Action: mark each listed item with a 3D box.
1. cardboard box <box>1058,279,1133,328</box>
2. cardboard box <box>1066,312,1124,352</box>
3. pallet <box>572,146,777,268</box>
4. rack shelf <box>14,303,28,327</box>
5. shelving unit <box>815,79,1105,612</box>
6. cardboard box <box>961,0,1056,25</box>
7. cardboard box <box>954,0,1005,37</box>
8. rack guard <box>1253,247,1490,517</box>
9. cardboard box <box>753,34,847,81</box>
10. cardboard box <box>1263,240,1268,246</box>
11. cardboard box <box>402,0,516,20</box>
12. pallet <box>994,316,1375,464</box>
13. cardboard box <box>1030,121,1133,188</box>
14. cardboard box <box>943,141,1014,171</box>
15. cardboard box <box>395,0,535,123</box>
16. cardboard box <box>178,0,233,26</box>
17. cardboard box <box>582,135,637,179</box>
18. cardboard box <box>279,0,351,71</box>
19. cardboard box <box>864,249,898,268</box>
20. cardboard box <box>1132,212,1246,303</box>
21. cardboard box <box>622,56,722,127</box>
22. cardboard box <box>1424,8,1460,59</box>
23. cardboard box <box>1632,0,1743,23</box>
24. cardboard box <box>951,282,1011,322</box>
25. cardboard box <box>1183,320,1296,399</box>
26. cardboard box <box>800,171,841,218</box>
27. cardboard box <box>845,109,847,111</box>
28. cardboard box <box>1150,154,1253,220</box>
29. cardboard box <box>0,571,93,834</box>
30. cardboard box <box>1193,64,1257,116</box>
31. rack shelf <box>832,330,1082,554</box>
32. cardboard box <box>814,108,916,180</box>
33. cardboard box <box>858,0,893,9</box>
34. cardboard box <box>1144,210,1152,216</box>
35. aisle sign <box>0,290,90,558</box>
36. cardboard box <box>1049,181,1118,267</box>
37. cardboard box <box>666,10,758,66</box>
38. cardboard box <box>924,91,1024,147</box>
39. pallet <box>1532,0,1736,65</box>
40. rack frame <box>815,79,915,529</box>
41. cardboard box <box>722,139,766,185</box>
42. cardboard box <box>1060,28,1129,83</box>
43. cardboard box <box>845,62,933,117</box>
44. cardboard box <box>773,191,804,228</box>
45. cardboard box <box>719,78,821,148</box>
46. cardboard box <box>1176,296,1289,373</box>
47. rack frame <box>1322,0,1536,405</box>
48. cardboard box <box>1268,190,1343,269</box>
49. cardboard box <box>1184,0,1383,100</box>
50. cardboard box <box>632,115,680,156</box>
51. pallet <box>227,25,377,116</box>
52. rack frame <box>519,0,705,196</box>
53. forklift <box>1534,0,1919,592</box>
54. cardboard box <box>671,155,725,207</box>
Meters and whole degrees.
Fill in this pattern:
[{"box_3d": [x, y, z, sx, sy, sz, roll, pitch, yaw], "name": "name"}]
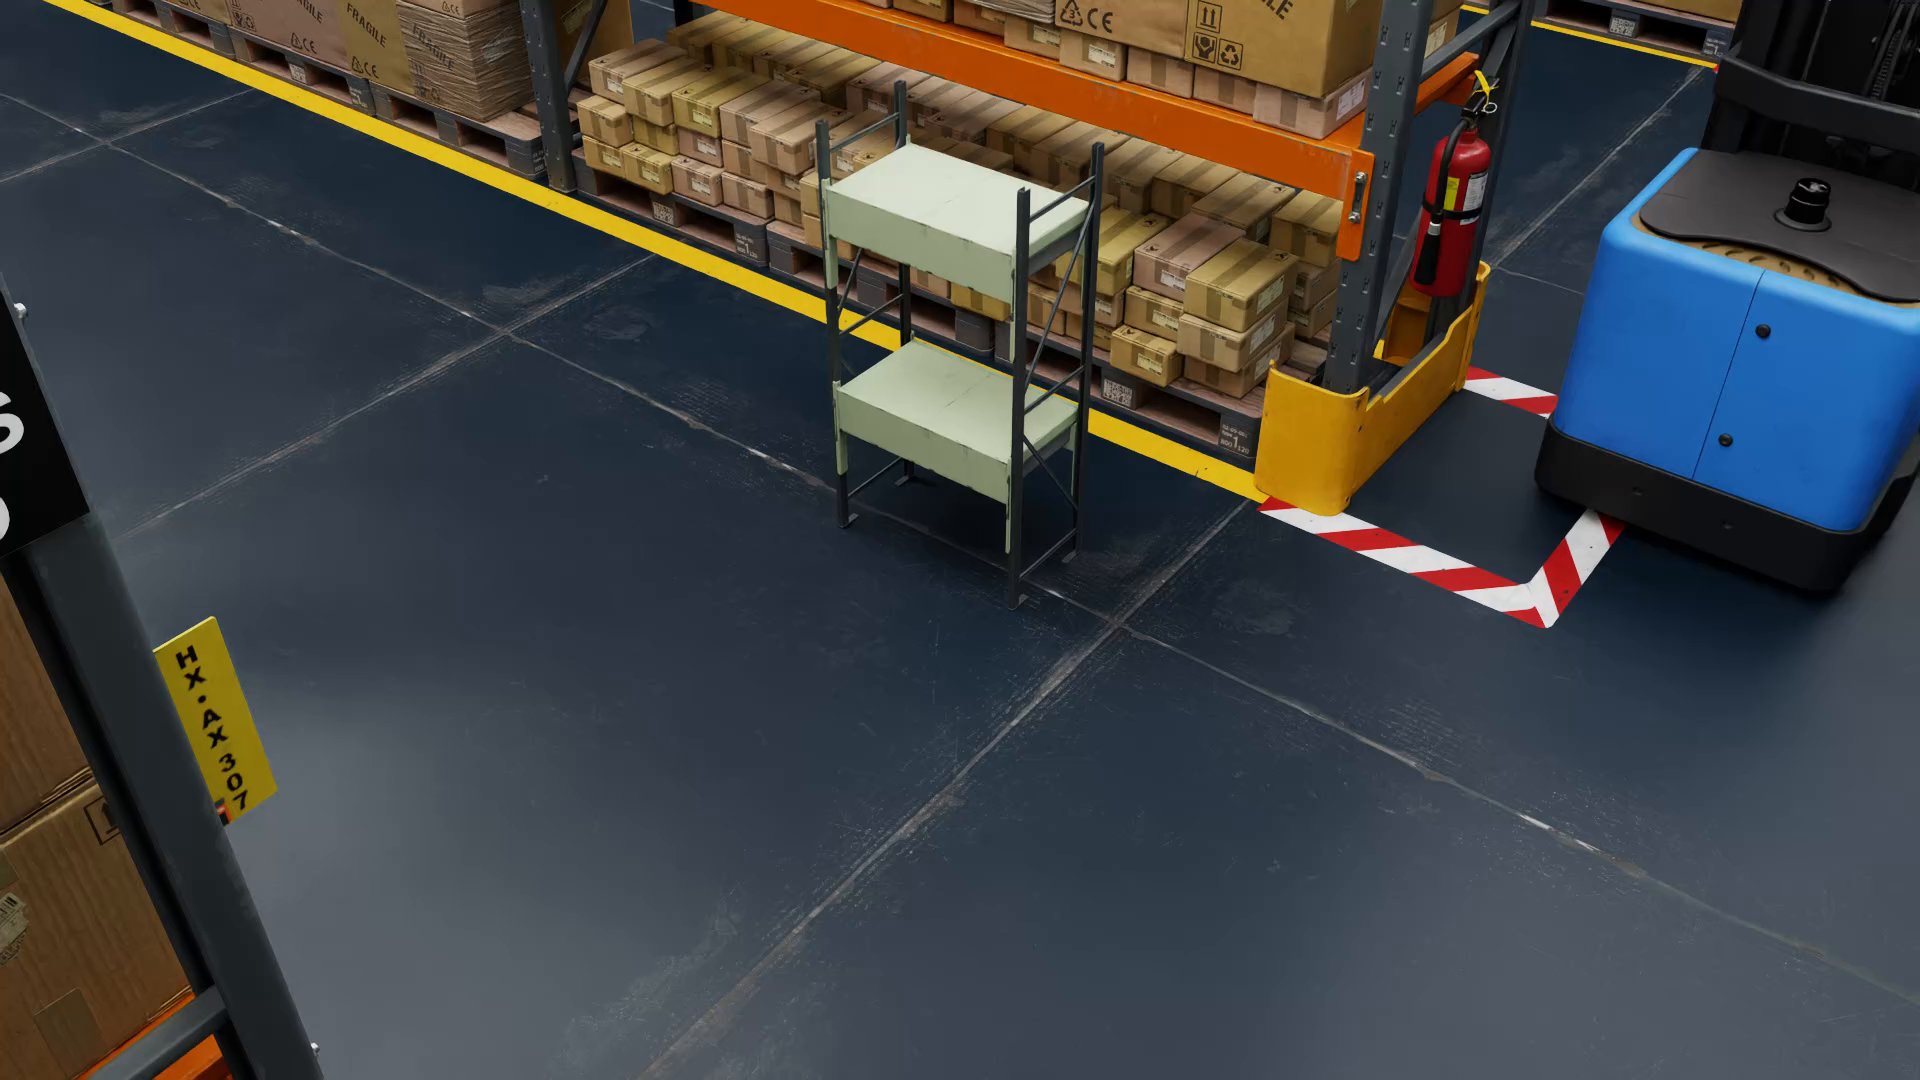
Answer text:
[{"box_3d": [0.579, -0.981, 6.300, 0.250, 0.149, 0.380, 23, 44, 27], "name": "cardboard box"}, {"box_3d": [0.618, -0.895, 6.431, 0.250, 0.149, 0.380, 25, 44, 28], "name": "cardboard box"}, {"box_3d": [-1.037, -1.735, 7.795, 1.213, 0.211, 1.003, 25, 45, 29], "name": "pallet"}, {"box_3d": [-2.930, -0.754, 2.430, 4.000, 0.370, 1.077, 25, 45, 29], "name": "rack shelf"}, {"box_3d": [-0.005, -0.593, 5.291, 0.755, 1.500, 0.431, 25, 45, 29], "name": "shelving unit"}, {"box_3d": [0.258, -2.148, 5.738, 0.500, 0.500, 0.500, 25, 45, 29], "name": "cardboard box"}, {"box_3d": [0.185, -1.979, 6.049, 0.250, 0.149, 0.380, 23, 44, 27], "name": "cardboard box"}, {"box_3d": [1.525, -0.613, 6.128, 0.348, 0.500, 1.175, 25, 45, 29], "name": "rack guard"}, {"box_3d": [-0.722, -2.172, 7.581, 0.250, 0.149, 0.380, 25, 44, 28], "name": "cardboard box"}, {"box_3d": [1.142, -1.181, 6.556, 0.250, 0.149, 0.380, 25, 44, 28], "name": "cardboard box"}, {"box_3d": [-2.337, -2.699, 7.842, 0.500, 0.250, 0.500, 24, 44, 27], "name": "cardboard box"}, {"box_3d": [0.902, -0.821, 6.628, 1.213, 0.211, 1.003, 25, 45, 29], "name": "pallet"}, {"box_3d": [0.500, -1.571, 6.813, 0.250, 0.149, 0.380, 27, 45, 30], "name": "cardboard box"}, {"box_3d": [0.007, -1.432, 6.635, 0.250, 0.149, 0.380, 24, 44, 27], "name": "cardboard box"}, {"box_3d": [-2.332, -2.402, 8.072, 0.500, 0.500, 0.500, 24, 44, 28], "name": "cardboard box"}, {"box_3d": [-3.960, -3.170, 9.053, 0.500, 0.500, 0.500, 26, 45, 29], "name": "cardboard box"}, {"box_3d": [-1.497, -1.816, 7.609, 0.250, 0.149, 0.380, 23, 44, 27], "name": "cardboard box"}, {"box_3d": [-3.145, -2.789, 8.566, 0.500, 0.500, 0.500, 24, 44, 28], "name": "cardboard box"}, {"box_3d": [-0.187, -1.289, 6.935, 0.250, 0.149, 0.380, 27, 45, 30], "name": "cardboard box"}, {"box_3d": [0.847, -1.043, 6.138, 0.250, 0.149, 0.380, 26, 45, 29], "name": "cardboard box"}, {"box_3d": [-1.261, -1.982, 7.337, 0.250, 0.149, 0.380, 28, 46, 31], "name": "cardboard box"}, {"box_3d": [1.528, -1.752, 5.758, 0.250, 0.149, 0.380, 25, 44, 28], "name": "cardboard box"}, {"box_3d": [4.122, -3.489, 9.156, 0.875, 0.875, 0.875, 25, 45, 29], "name": "cardboard box"}, {"box_3d": [0.173, -1.046, 6.624, 0.250, 0.149, 0.380, 23, 44, 27], "name": "cardboard box"}, {"box_3d": [1.041, -0.707, 6.192, 0.250, 0.149, 0.380, 26, 45, 29], "name": "cardboard box"}, {"box_3d": [-0.448, -1.468, 6.922, 0.250, 0.149, 0.380, 25, 44, 28], "name": "cardboard box"}, {"box_3d": [-0.348, -1.850, 7.410, 0.250, 0.149, 0.380, 26, 45, 30], "name": "cardboard box"}, {"box_3d": [0.962, -1.410, 6.607, 0.250, 0.149, 0.380, 25, 45, 28], "name": "cardboard box"}, {"box_3d": [-1.550, 0.140, 2.245, 0.500, 0.500, 0.500, 24, 44, 28], "name": "cardboard box"}, {"box_3d": [0.980, -1.565, 5.520, 0.250, 0.149, 0.380, 25, 45, 29], "name": "cardboard box"}, {"box_3d": [-0.005, -0.336, 5.492, 0.720, 0.370, 0.431, 25, 45, 29], "name": "rack shelf"}, {"box_3d": [-0.390, -1.627, 6.885, 0.250, 0.149, 0.380, 23, 44, 27], "name": "cardboard box"}, {"box_3d": [-0.249, -2.155, 6.273, 0.250, 0.149, 0.380, 27, 45, 30], "name": "cardboard box"}, {"box_3d": [0.756, -1.379, 6.808, 0.250, 0.149, 0.380, 27, 45, 30], "name": "cardboard box"}, {"box_3d": [-1.108, -0.246, 1.522, 0.004, 0.787, 0.394, 25, 45, 29], "name": "aisle sign"}, {"box_3d": [0.396, -1.205, 6.346, 0.250, 0.149, 0.380, 23, 44, 27], "name": "cardboard box"}, {"box_3d": [-1.151, -2.338, 7.793, 0.250, 0.149, 0.380, 27, 45, 30], "name": "cardboard box"}, {"box_3d": [0.061, -1.739, 7.027, 0.250, 0.149, 0.380, 25, 45, 29], "name": "cardboard box"}, {"box_3d": [3.997, -3.123, 9.568, 1.213, 0.211, 1.003, 25, 45, 29], "name": "pallet"}, {"box_3d": [-0.296, -0.730, 5.466, 0.023, 1.500, 0.400, 25, 45, 29], "name": "rack frame"}, {"box_3d": [-0.814, -1.708, 7.229, 0.250, 0.149, 0.380, 23, 44, 26], "name": "cardboard box"}, {"box_3d": [0.555, -1.736, 5.738, 0.250, 0.149, 0.380, 27, 45, 30], "name": "cardboard box"}, {"box_3d": [-0.292, -1.981, 7.336, 0.250, 0.149, 0.380, 23, 44, 27], "name": "cardboard box"}, {"box_3d": [-0.590, -1.495, 7.198, 0.250, 0.149, 0.380, 23, 44, 27], "name": "cardboard box"}, {"box_3d": [-0.809, -1.824, 7.136, 0.250, 0.149, 0.380, 24, 44, 27], "name": "cardboard box"}, {"box_3d": [0.993, -0.787, 6.052, 0.250, 0.149, 0.380, 24, 44, 27], "name": "cardboard box"}, {"box_3d": [1.586, -1.569, 5.321, 0.127, 3.000, 1.000, 25, 45, 29], "name": "rack frame"}, {"box_3d": [1.376, -1.209, 6.350, 0.250, 0.149, 0.380, 23, 44, 27], "name": "cardboard box"}, {"box_3d": [1.072, -1.768, 5.252, 0.500, 0.500, 0.500, 26, 45, 29], "name": "cardboard box"}, {"box_3d": [-1.242, -1.884, 7.453, 0.250, 0.149, 0.380, 26, 45, 29], "name": "cardboard box"}, {"box_3d": [-3.184, -2.717, 9.049, 1.213, 0.211, 1.003, 25, 45, 29], "name": "pallet"}, {"box_3d": [-1.592, -3.067, 7.234, 0.127, 3.000, 1.000, 25, 45, 29], "name": "rack frame"}, {"box_3d": [3.345, -1.835, 5.716, 1.130, 2.935, 3.031, 26, 45, 29], "name": "forklift"}, {"box_3d": [-1.057, -1.649, 7.395, 0.250, 0.149, 0.380, 25, 44, 28], "name": "cardboard box"}]
